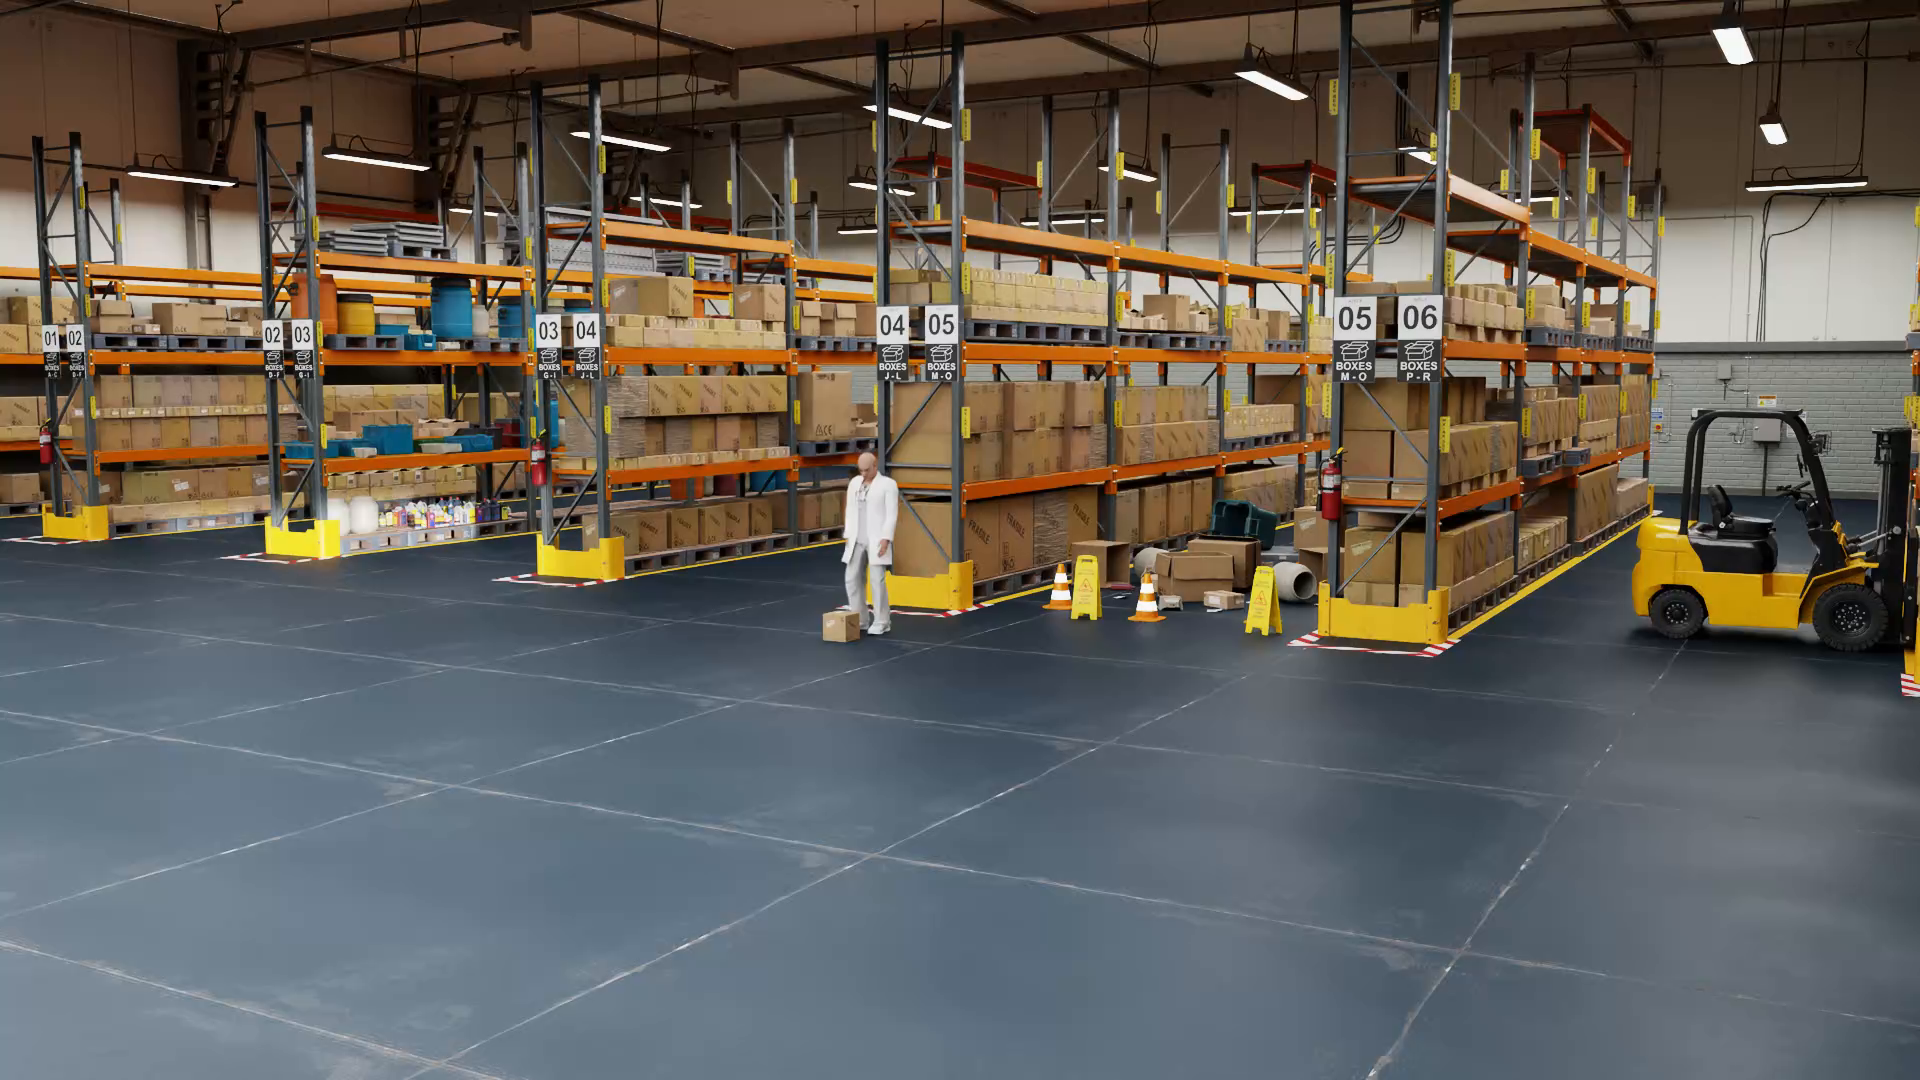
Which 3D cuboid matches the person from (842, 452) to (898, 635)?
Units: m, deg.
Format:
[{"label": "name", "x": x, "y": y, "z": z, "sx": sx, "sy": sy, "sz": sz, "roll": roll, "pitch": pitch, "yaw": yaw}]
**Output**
[{"label": "person", "x": -0.862, "y": 0.028, "z": 15.975, "sx": 0.579, "sy": 1.752, "sz": 0.388, "roll": 3, "pitch": 7, "yaw": 30}]
